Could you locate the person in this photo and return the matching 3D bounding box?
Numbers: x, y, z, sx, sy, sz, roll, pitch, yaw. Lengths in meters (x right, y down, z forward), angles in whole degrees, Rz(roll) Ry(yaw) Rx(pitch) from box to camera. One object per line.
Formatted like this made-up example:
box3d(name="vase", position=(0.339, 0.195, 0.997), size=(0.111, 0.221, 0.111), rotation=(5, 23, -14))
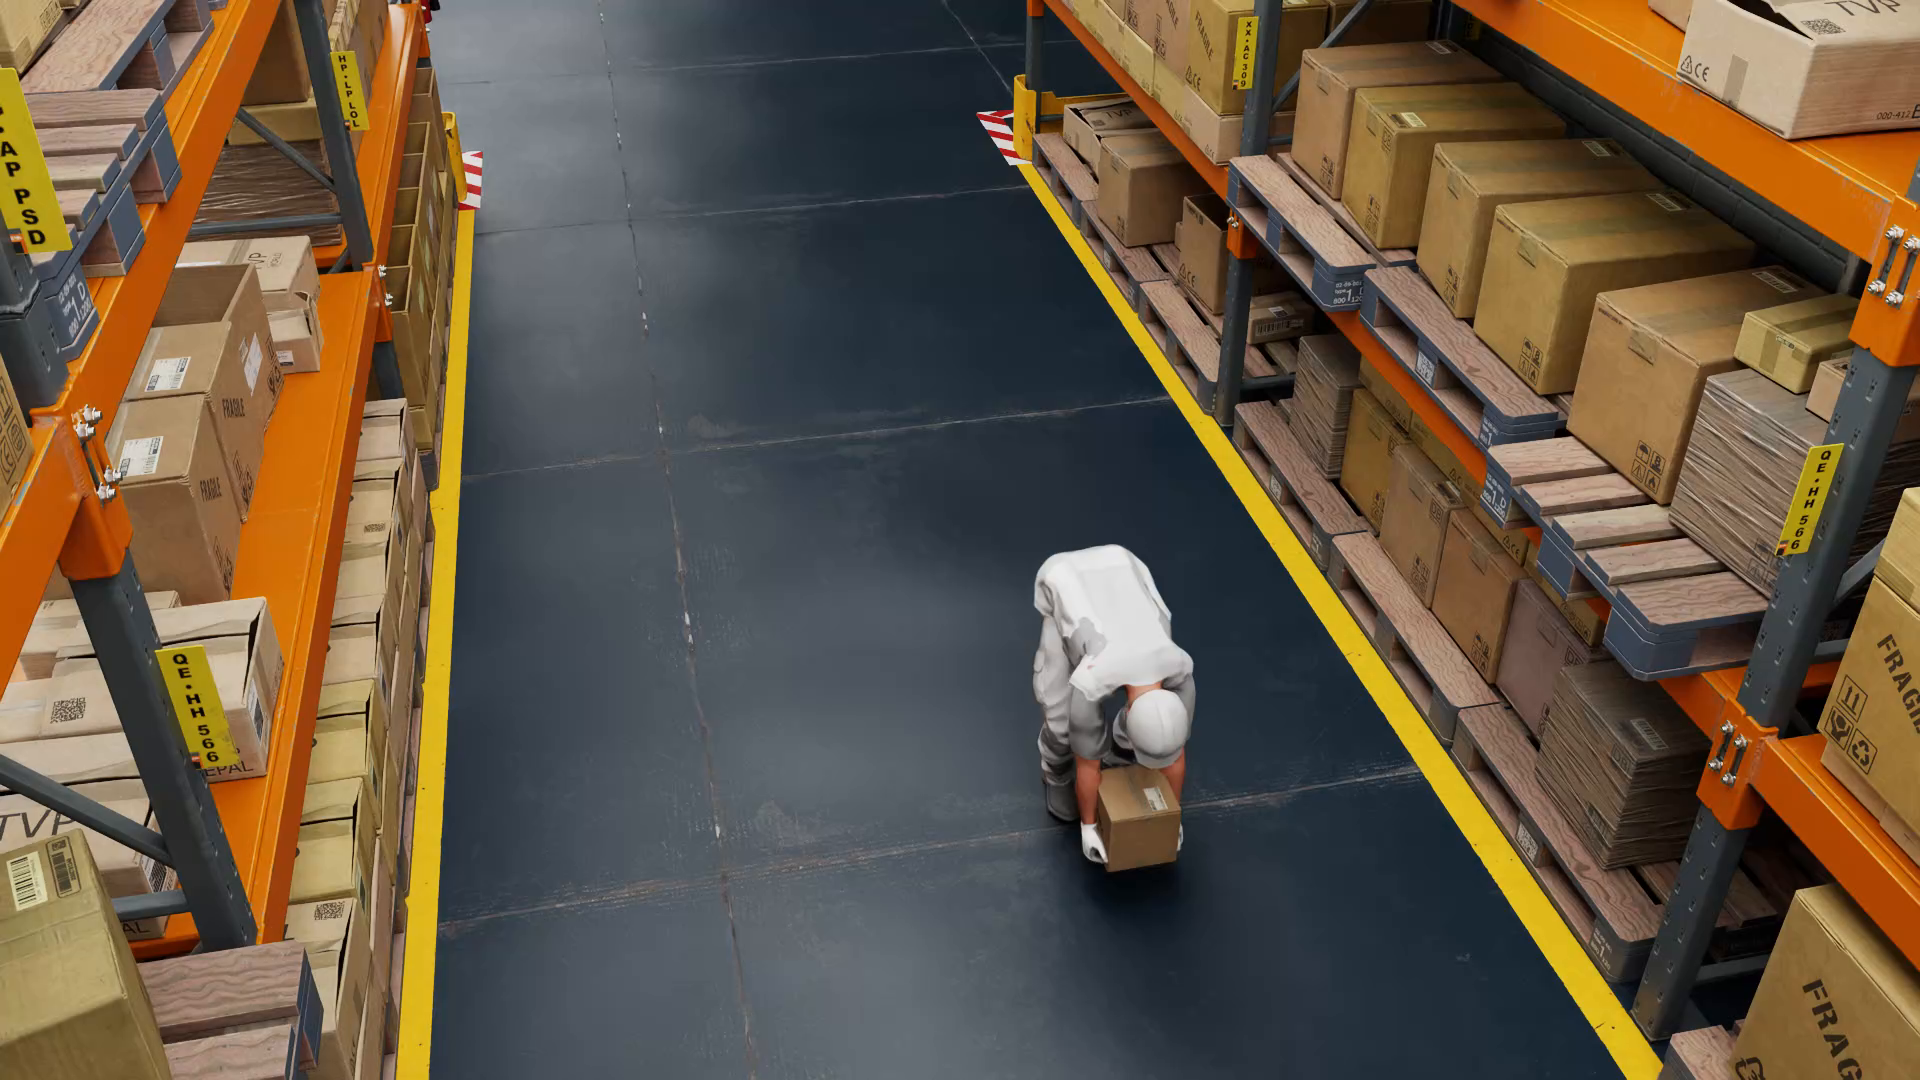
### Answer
box3d(name="person", position=(0.555, 0.628, 5.848), size=(0.519, 1.048, 0.958), rotation=(-9, 35, -13))
